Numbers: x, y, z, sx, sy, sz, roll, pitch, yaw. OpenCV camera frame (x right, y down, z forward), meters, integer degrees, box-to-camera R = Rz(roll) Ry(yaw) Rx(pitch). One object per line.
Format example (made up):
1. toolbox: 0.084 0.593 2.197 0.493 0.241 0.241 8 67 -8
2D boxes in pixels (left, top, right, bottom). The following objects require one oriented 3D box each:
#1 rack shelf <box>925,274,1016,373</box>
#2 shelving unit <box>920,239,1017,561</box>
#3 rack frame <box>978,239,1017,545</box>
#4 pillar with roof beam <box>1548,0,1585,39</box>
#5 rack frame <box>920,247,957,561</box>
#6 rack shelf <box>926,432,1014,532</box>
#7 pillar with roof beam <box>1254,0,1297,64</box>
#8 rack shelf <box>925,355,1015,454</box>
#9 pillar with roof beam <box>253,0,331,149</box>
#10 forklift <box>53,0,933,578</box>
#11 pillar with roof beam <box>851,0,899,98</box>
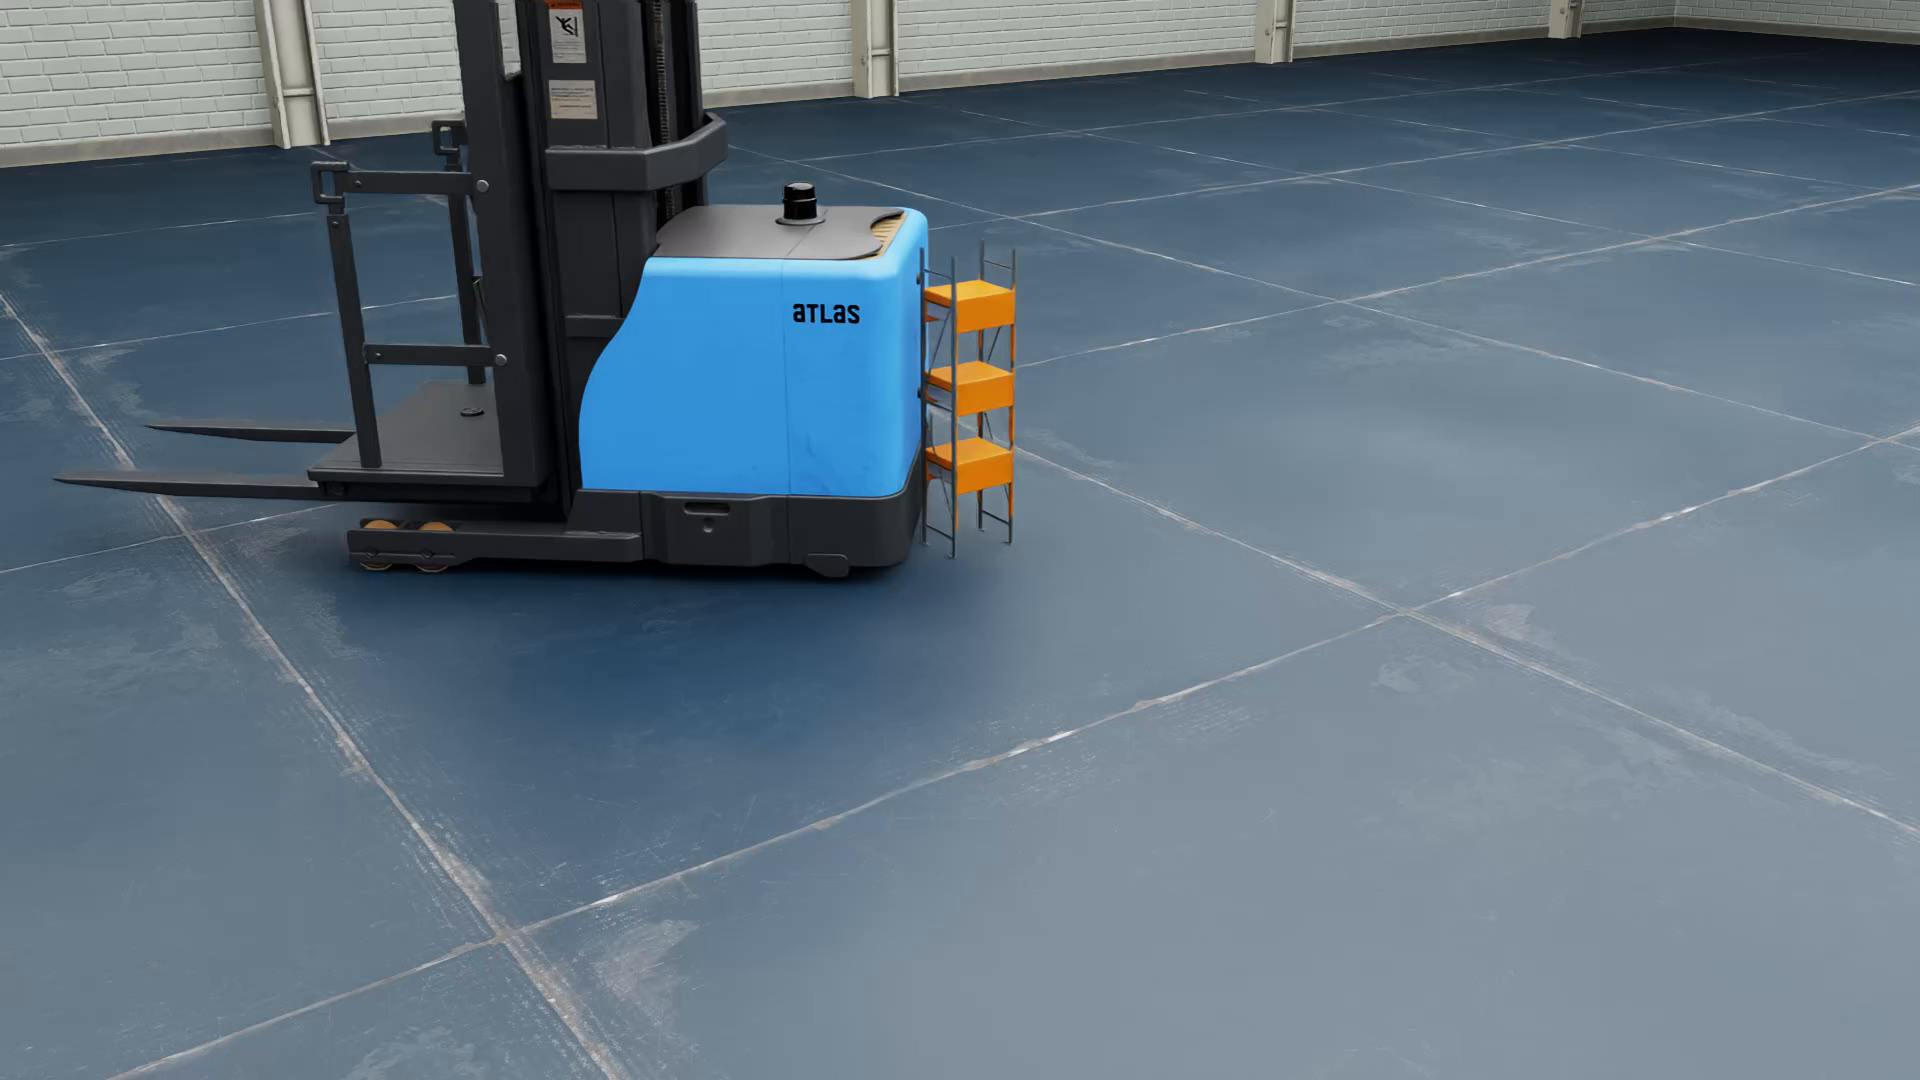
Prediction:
1. rack shelf: 0.027 -0.727 5.565 0.240 0.259 0.215 -15 26 -32
2. shelving unit: 0.027 -0.473 5.666 0.252 1.050 0.215 -15 26 -32
3. rack frame: 0.127 -0.499 5.731 0.008 1.050 0.200 -15 26 -32
4. pillar with roof beam: 11.354 -10.253 19.449 0.400 9.000 9.100 -15 26 -33
5. rack frame: -0.073 -0.447 5.600 0.008 1.050 0.200 -15 26 -32
6. rack shelf: 0.027 -0.205 5.773 0.240 0.259 0.215 -15 26 -32
7. pillar with roof beam: 6.483 -8.954 16.195 0.400 9.000 9.100 -15 26 -33
8. rack shelf: 0.027 -0.463 5.670 0.240 0.259 0.215 -15 26 -32
9. pillar with roof beam: -3.257 -6.357 9.686 0.400 9.000 9.100 -15 26 -33
10. forklift: -1.650 -1.444 5.560 3.031 2.935 1.130 2 22 5
11. pillar with roof beam: 1.613 -7.656 12.940 0.400 9.000 9.100 -15 26 -33
